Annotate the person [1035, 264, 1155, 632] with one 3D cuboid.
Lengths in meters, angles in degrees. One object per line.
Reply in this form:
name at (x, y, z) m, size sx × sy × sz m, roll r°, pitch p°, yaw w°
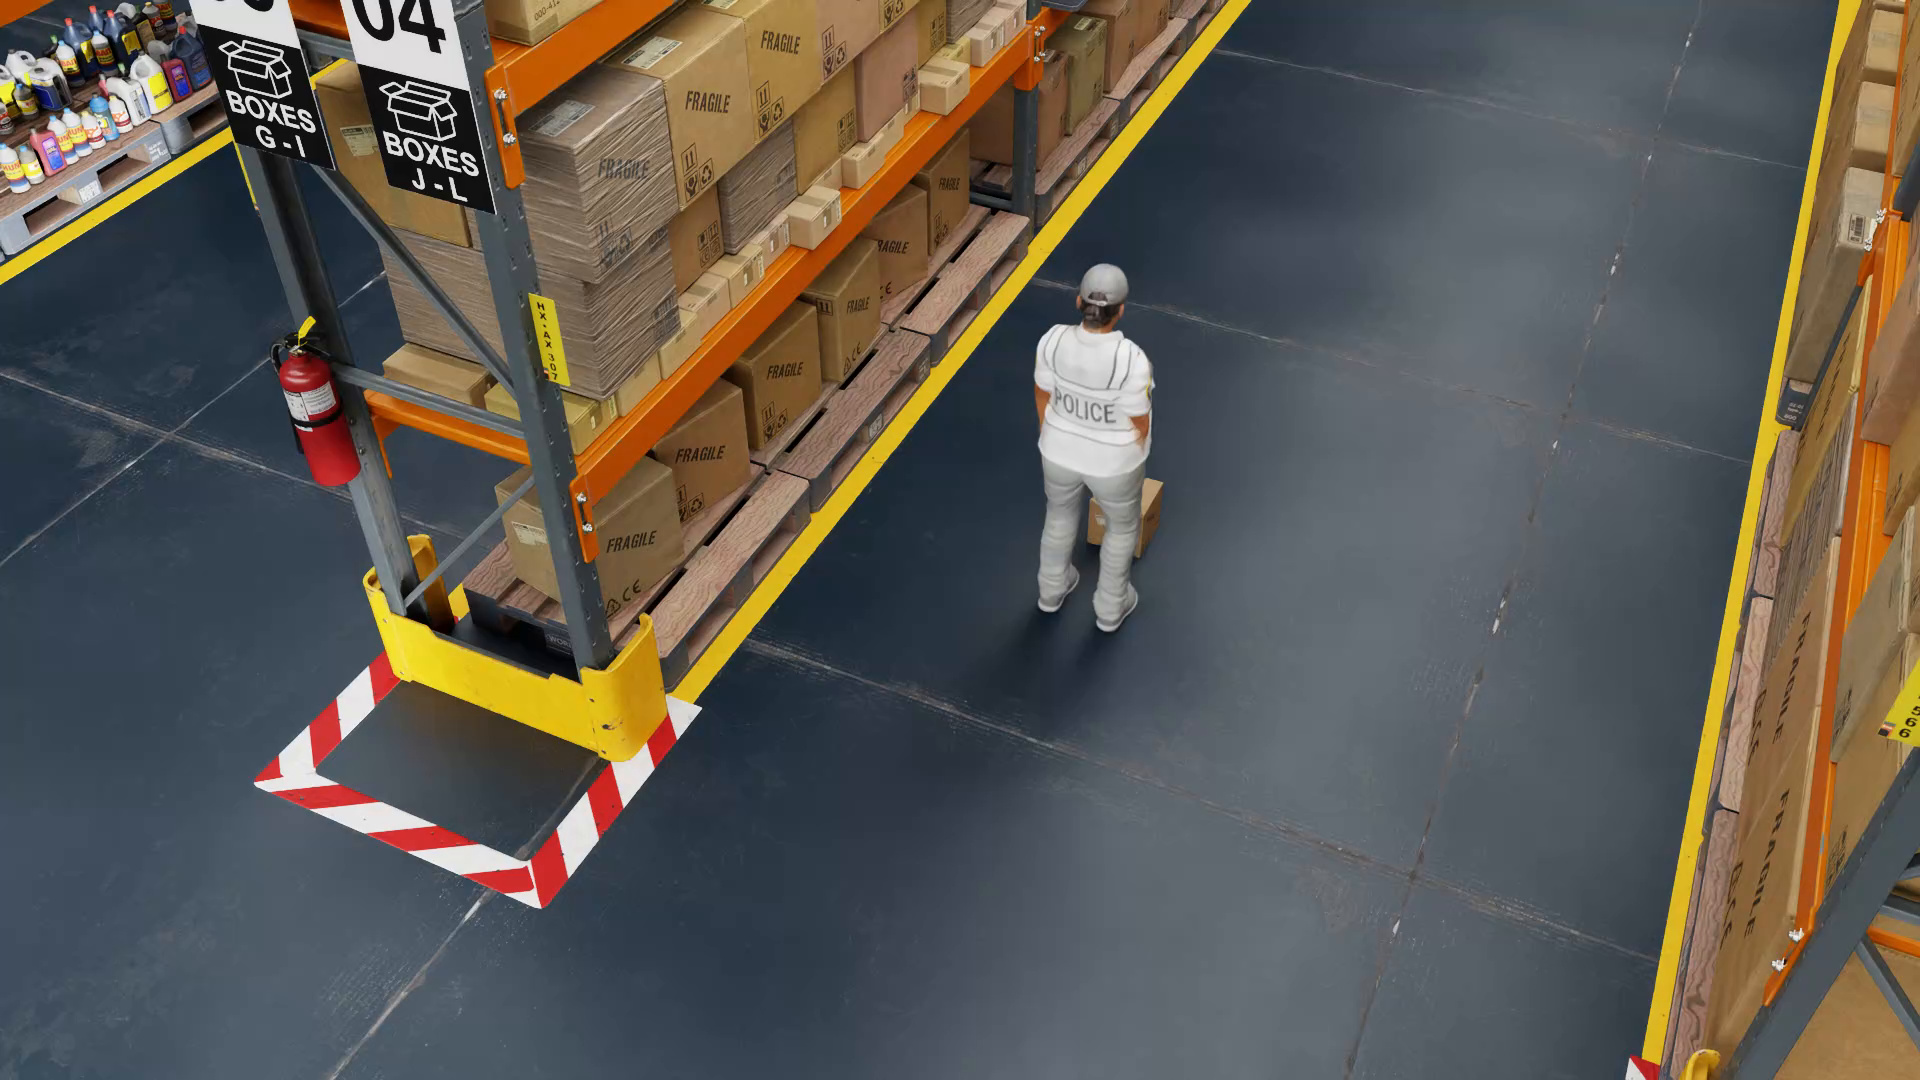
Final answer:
person at (0.514, -0.348, 6.558) m, size 0.475 × 1.652 × 0.394 m, roll 18°, pitch 45°, yaw 19°
